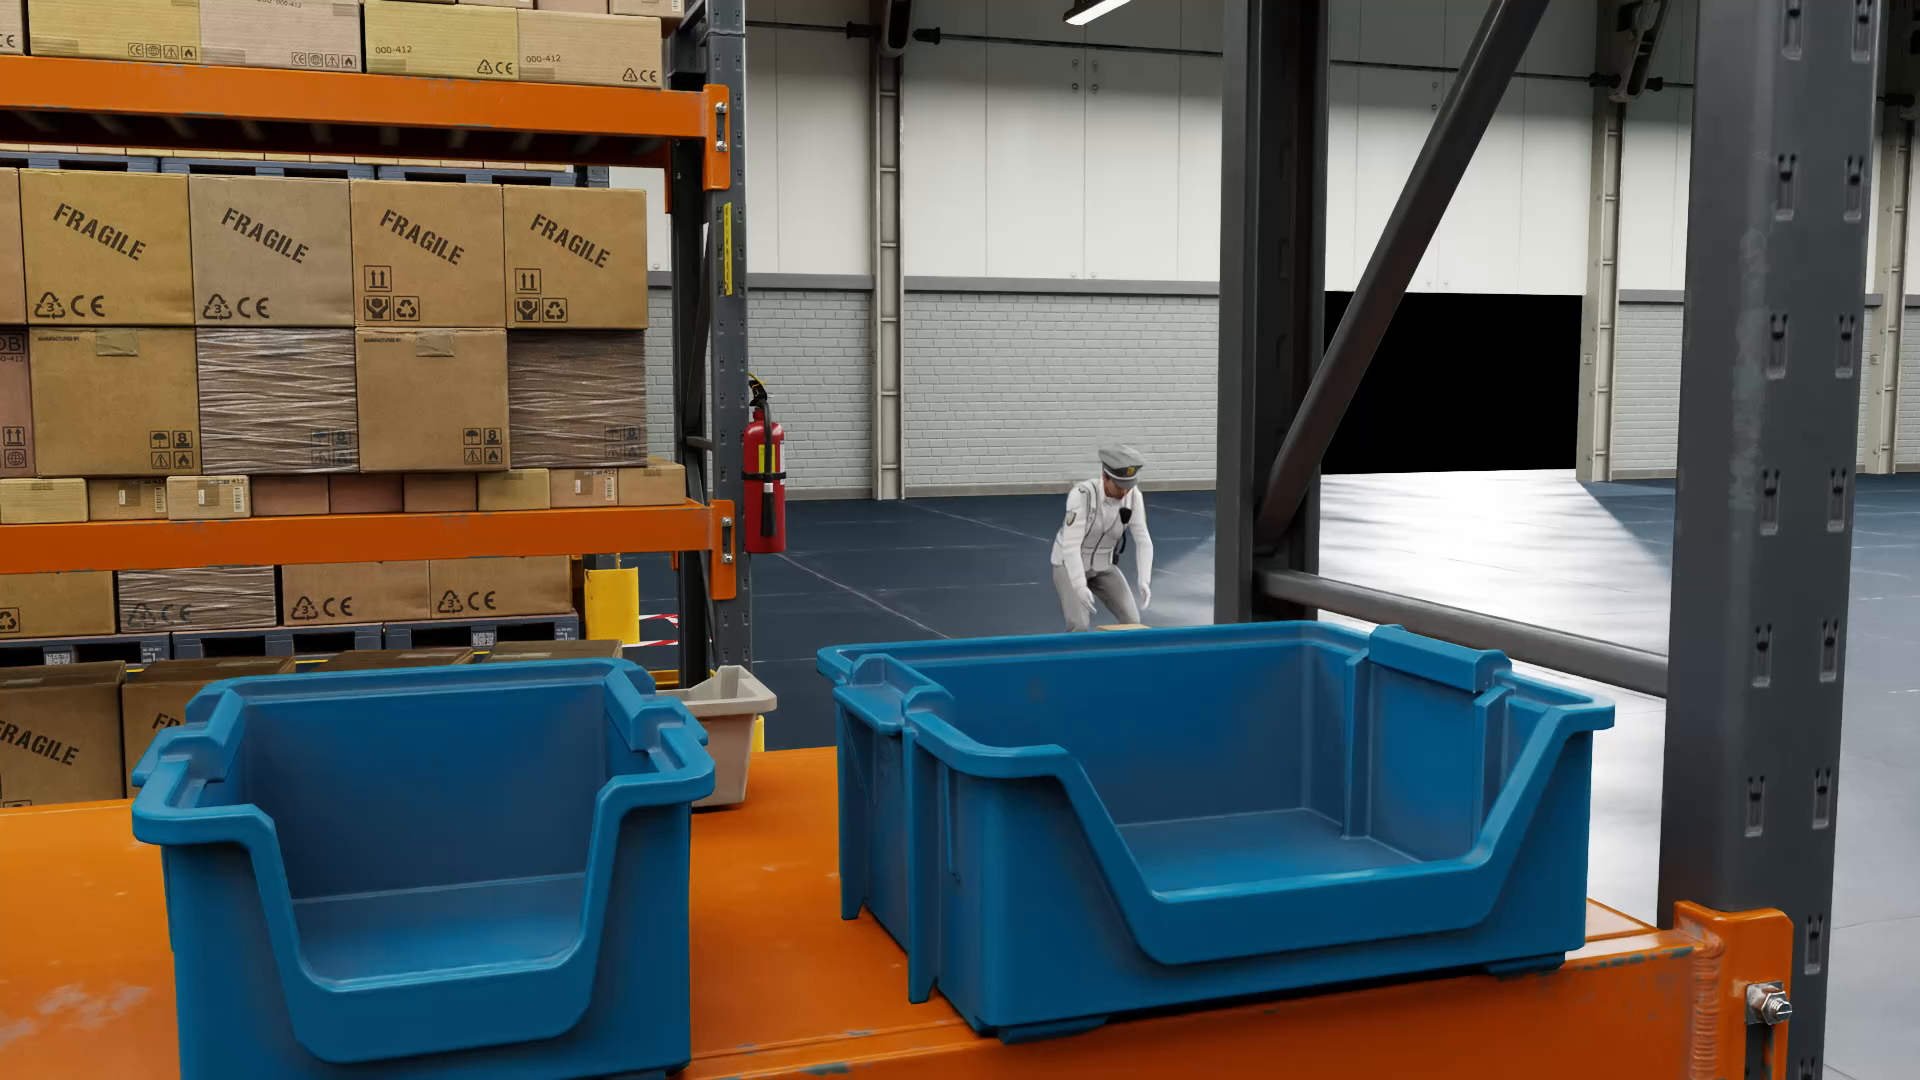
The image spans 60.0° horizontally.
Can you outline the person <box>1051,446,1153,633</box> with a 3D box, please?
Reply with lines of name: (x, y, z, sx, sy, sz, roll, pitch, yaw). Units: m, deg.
person: (0.786, 0.183, 9.128, 0.535, 1.399, 0.691, -2, 6, -18)
